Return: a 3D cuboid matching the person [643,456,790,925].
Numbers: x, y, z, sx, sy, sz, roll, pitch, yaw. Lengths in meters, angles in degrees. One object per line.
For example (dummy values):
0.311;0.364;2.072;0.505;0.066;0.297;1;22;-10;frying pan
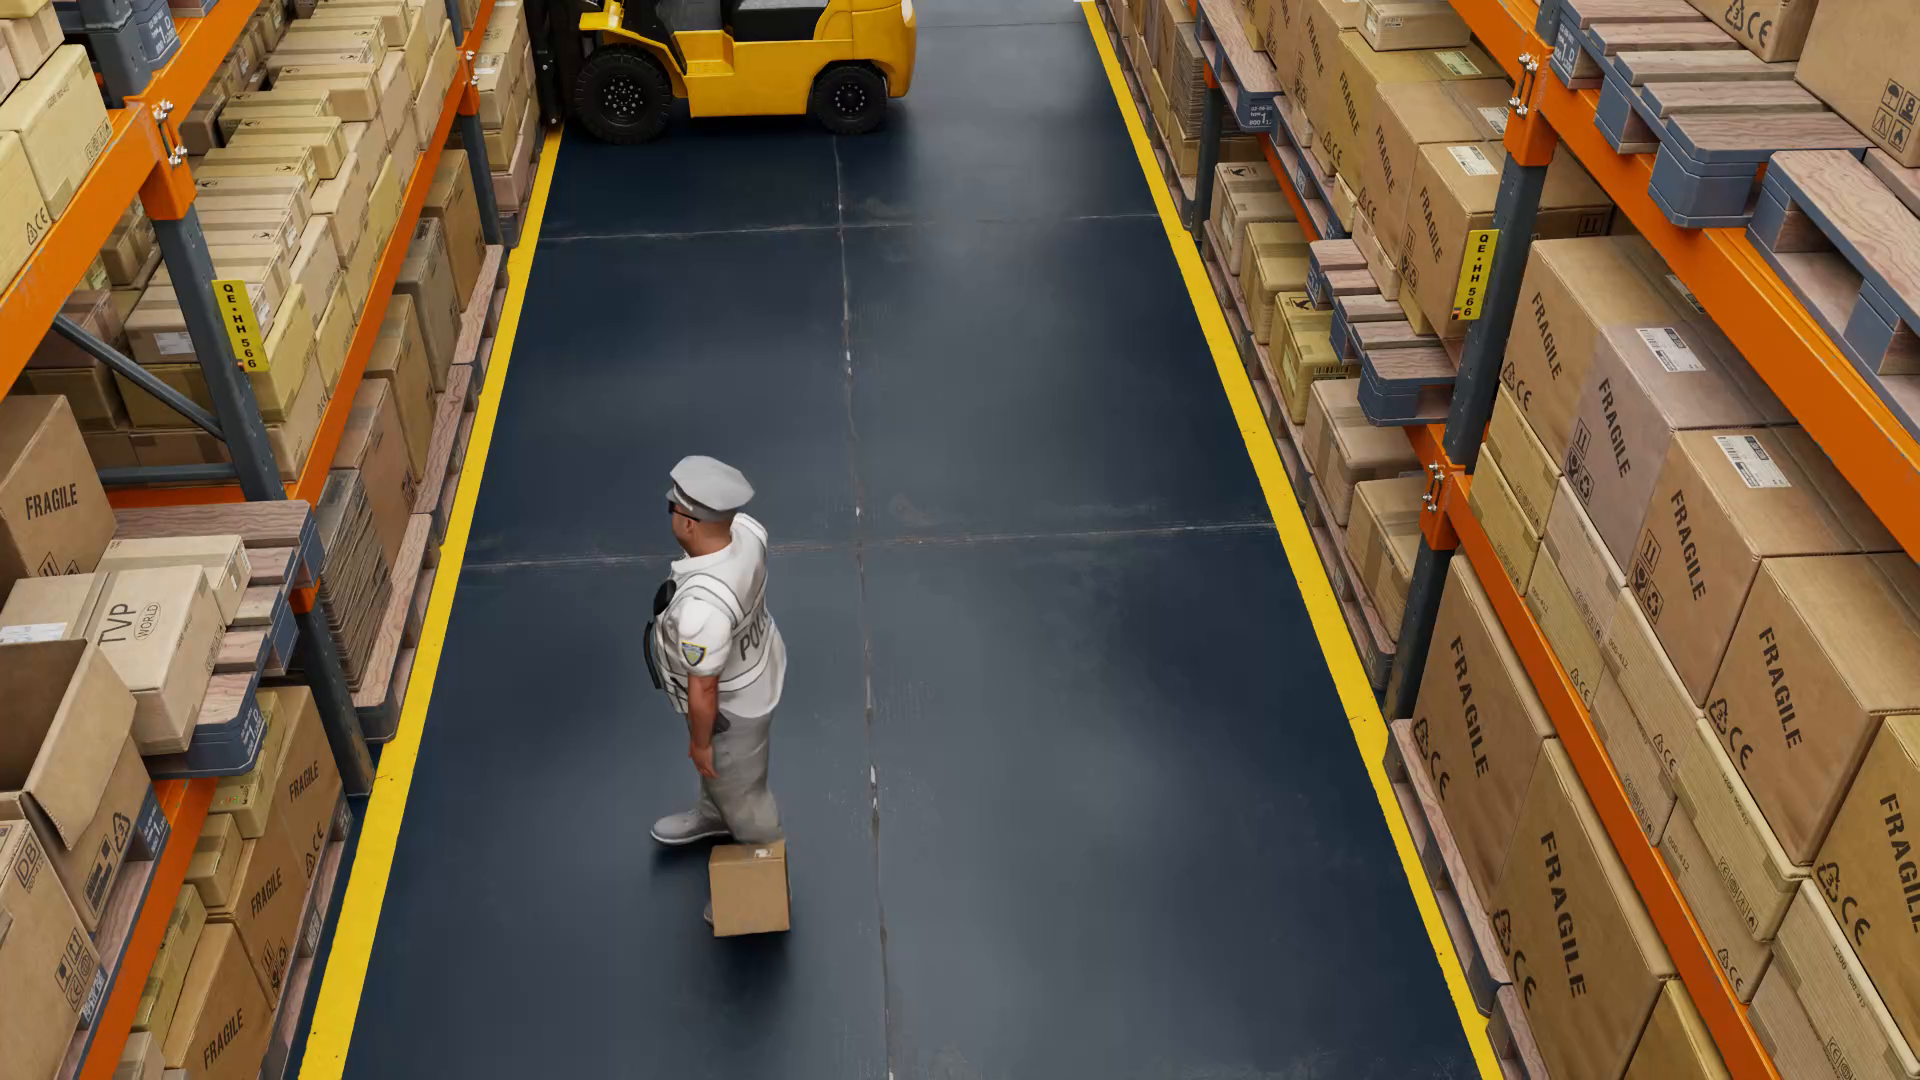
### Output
-0.857;0.491;5.496;0.559;1.769;0.580;2;39;3;person
